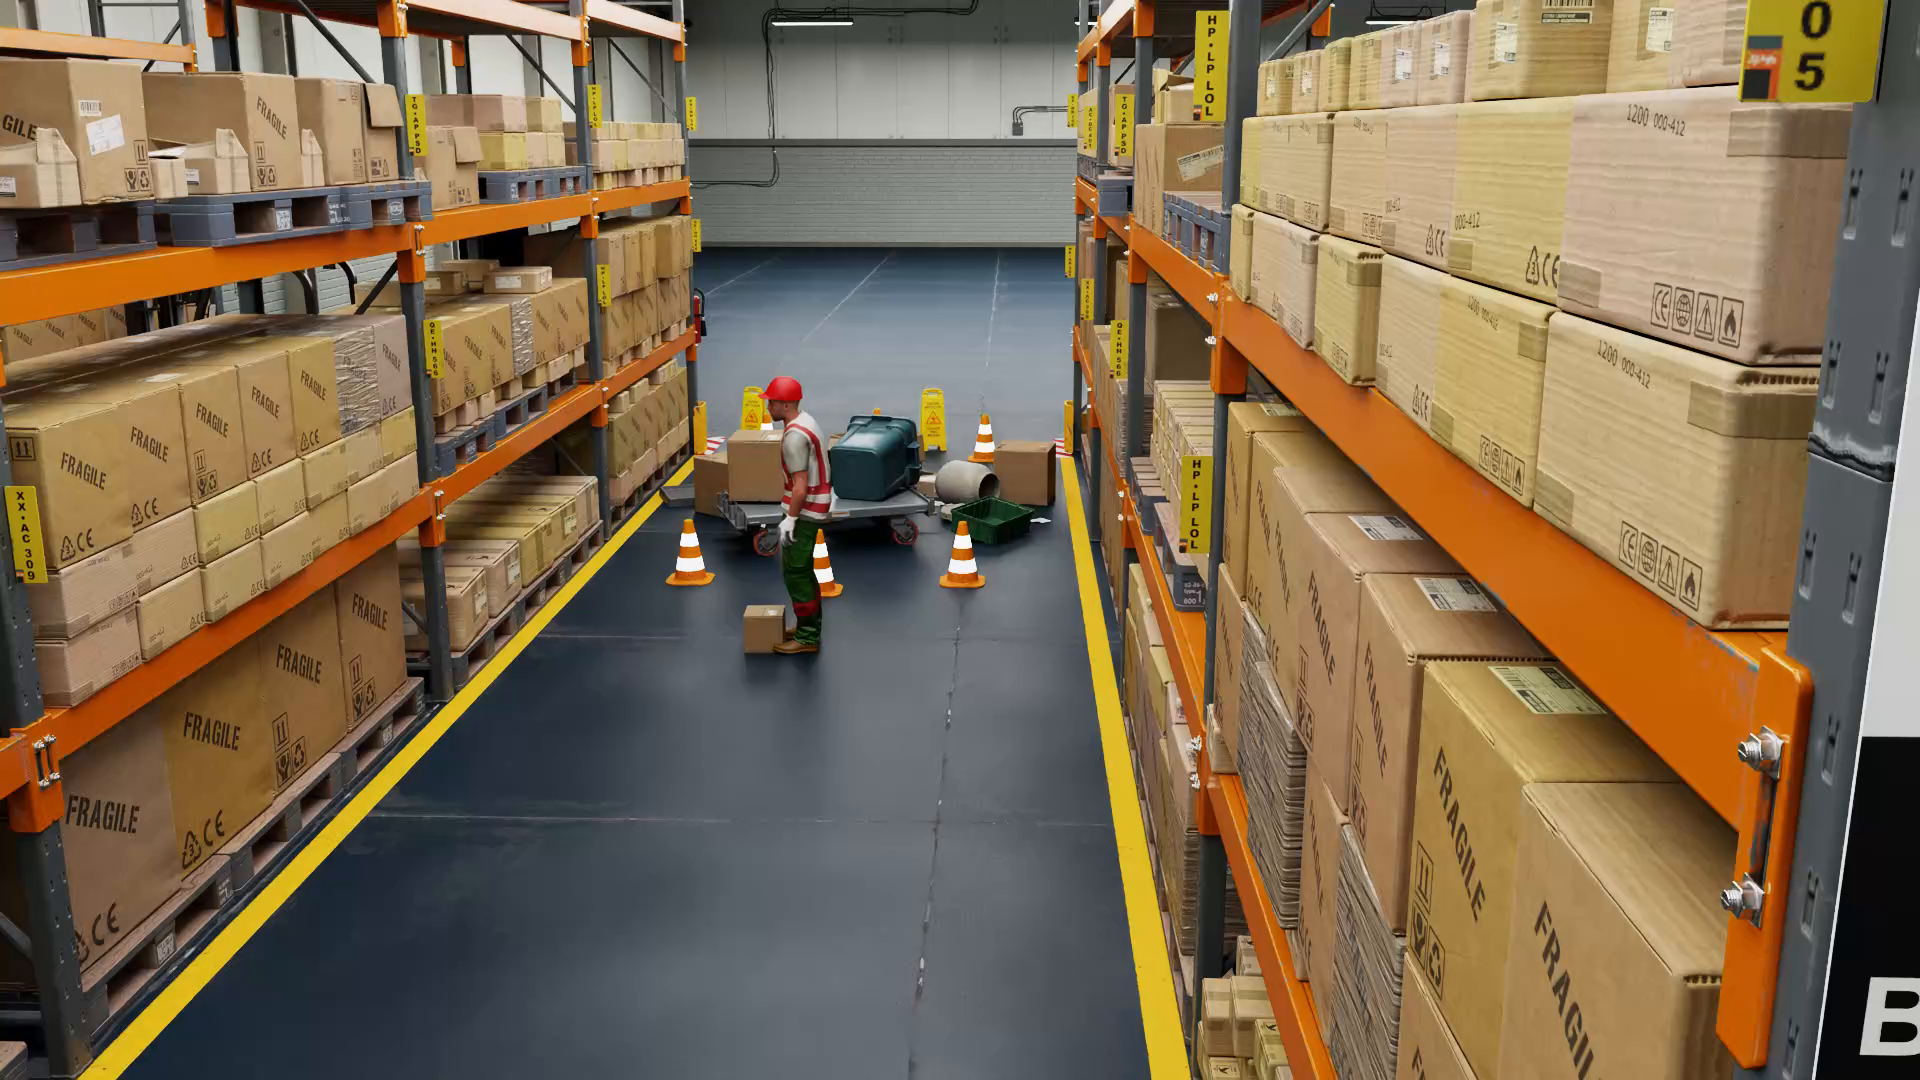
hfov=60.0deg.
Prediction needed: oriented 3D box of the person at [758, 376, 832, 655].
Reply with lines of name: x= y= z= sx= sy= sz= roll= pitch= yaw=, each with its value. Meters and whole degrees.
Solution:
person: x=-1.043 y=-0.165 z=10.636 sx=0.450 sy=1.780 sz=0.607 roll=0 pitch=14 yaw=1
